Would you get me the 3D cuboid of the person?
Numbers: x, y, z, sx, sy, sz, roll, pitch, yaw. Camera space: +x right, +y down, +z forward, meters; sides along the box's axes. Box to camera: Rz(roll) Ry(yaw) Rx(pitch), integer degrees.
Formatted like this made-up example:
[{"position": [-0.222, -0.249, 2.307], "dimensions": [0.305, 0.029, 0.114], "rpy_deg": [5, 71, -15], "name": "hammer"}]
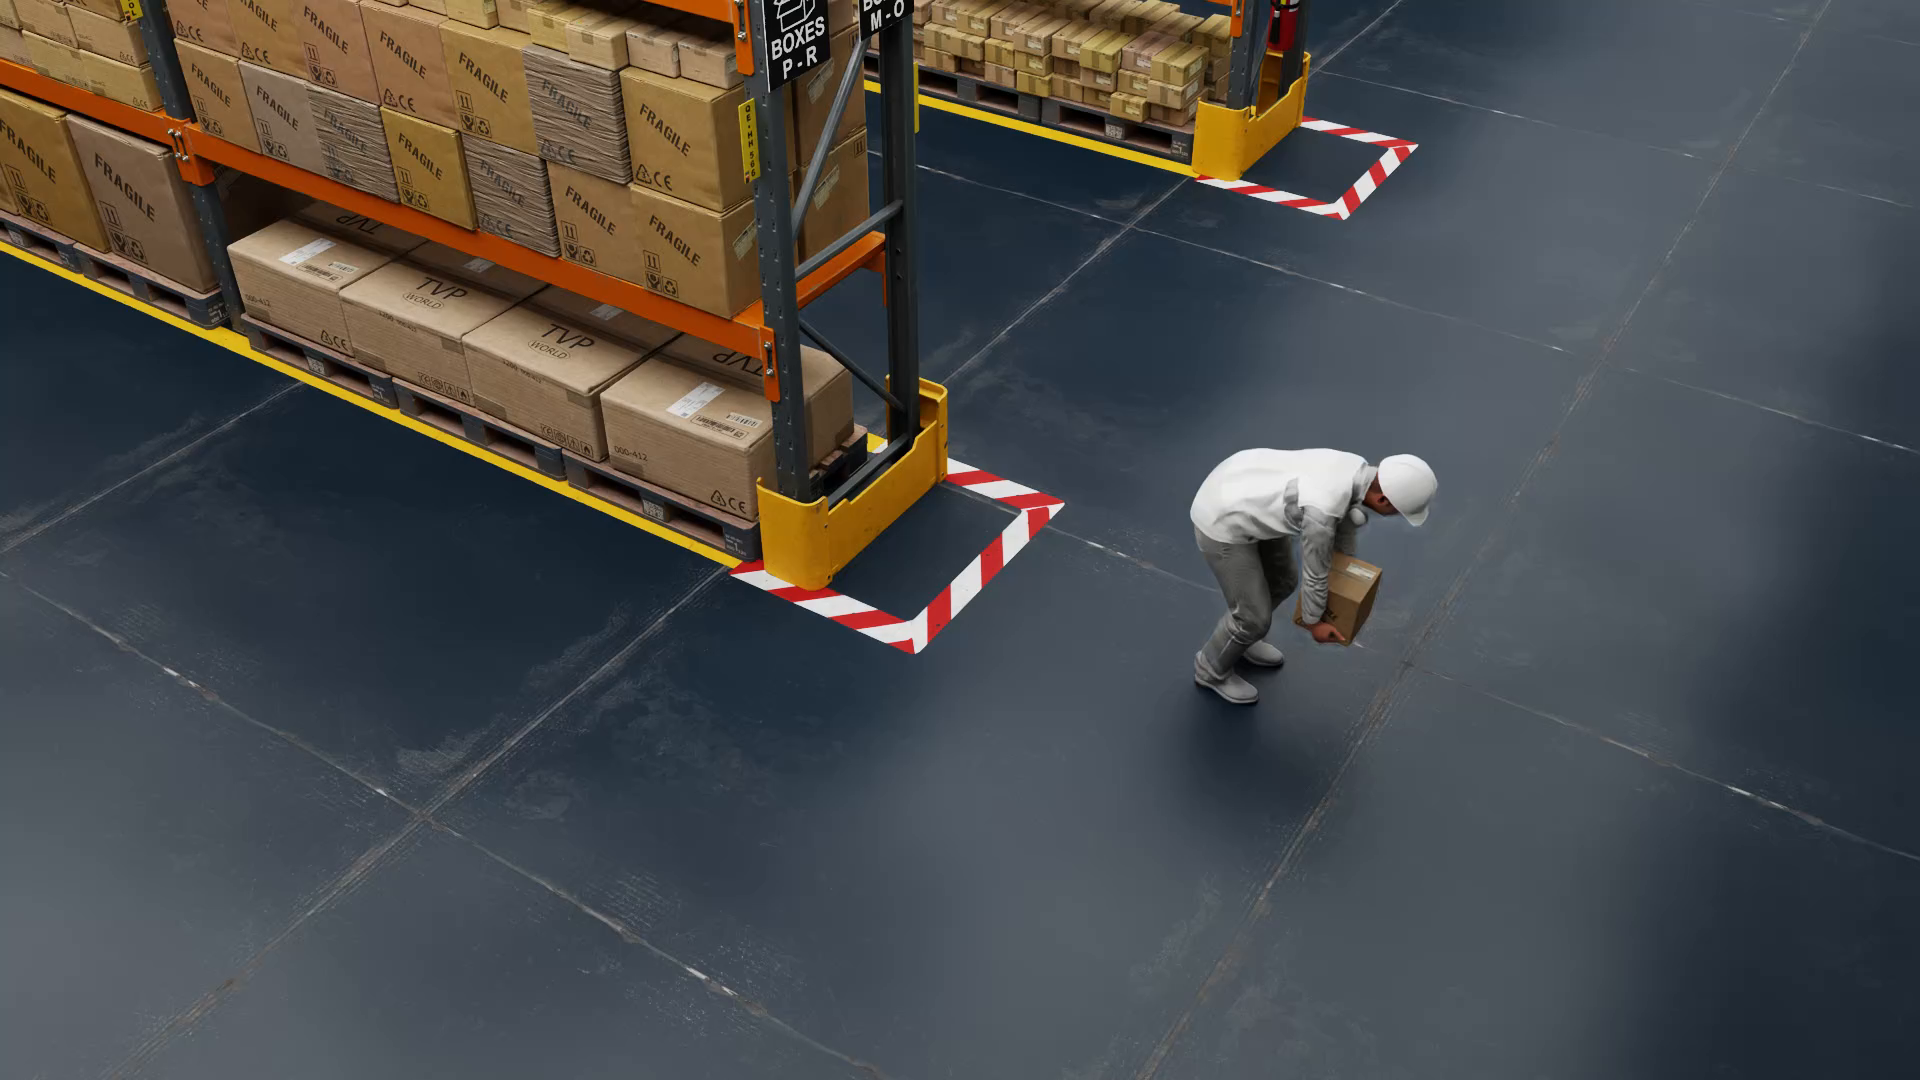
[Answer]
[{"position": [1.405, 0.115, 6.855], "dimensions": [0.936, 1.351, 0.471], "rpy_deg": [20, 42, 24], "name": "person"}]
